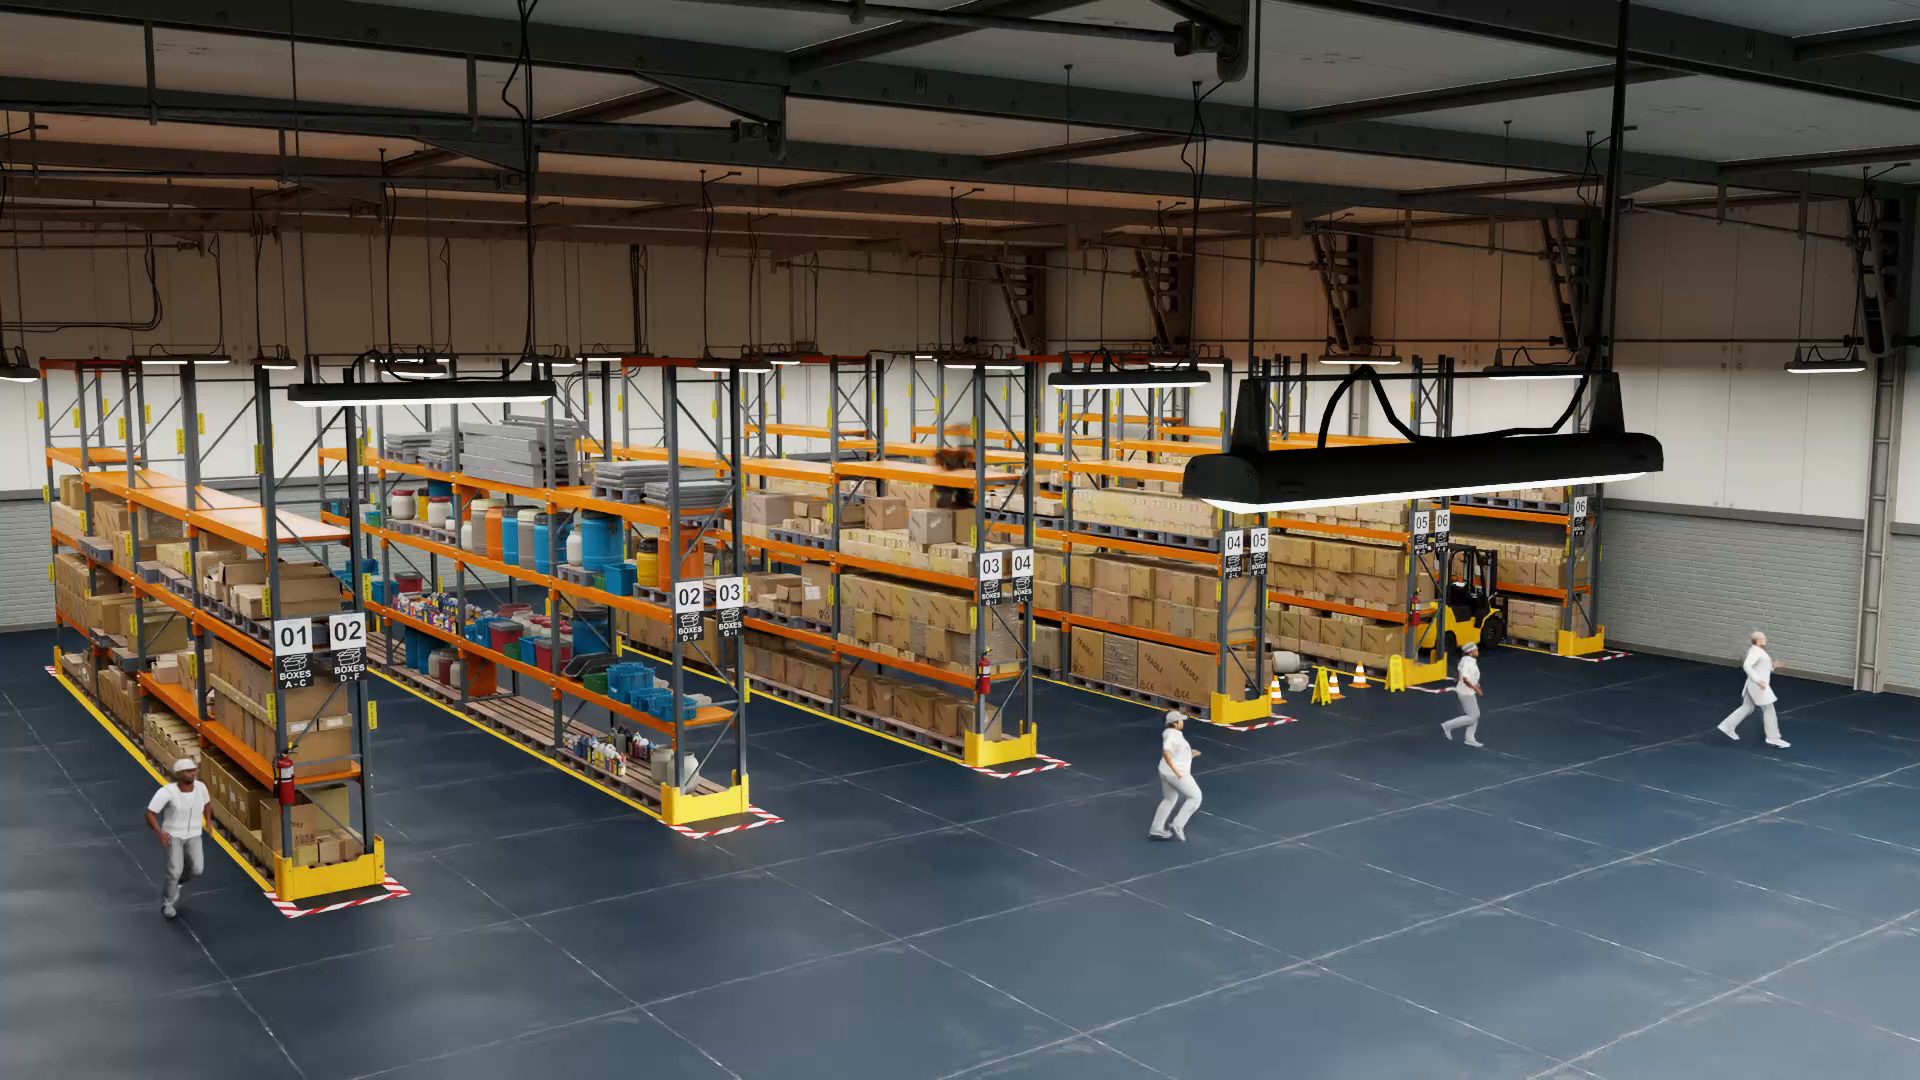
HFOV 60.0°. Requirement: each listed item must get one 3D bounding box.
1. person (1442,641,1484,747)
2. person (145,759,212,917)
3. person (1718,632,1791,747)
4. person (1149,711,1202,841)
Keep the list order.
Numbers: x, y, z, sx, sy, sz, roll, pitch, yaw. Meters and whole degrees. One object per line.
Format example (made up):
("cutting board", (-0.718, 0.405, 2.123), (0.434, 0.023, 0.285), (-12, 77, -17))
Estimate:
("person", (7.879, 2.397, 26.041), (0.658, 1.686, 0.581), (1, 7, 9))
("person", (-8.634, 3.279, 18.489), (0.537, 1.707, 0.760), (6, 9, 39))
("person", (12.424, 2.355, 25.937), (1.045, 1.691, 0.695), (1, 7, 11))
("person", (2.751, 2.987, 21.087), (0.669, 1.667, 0.579), (-2, 7, -14))
